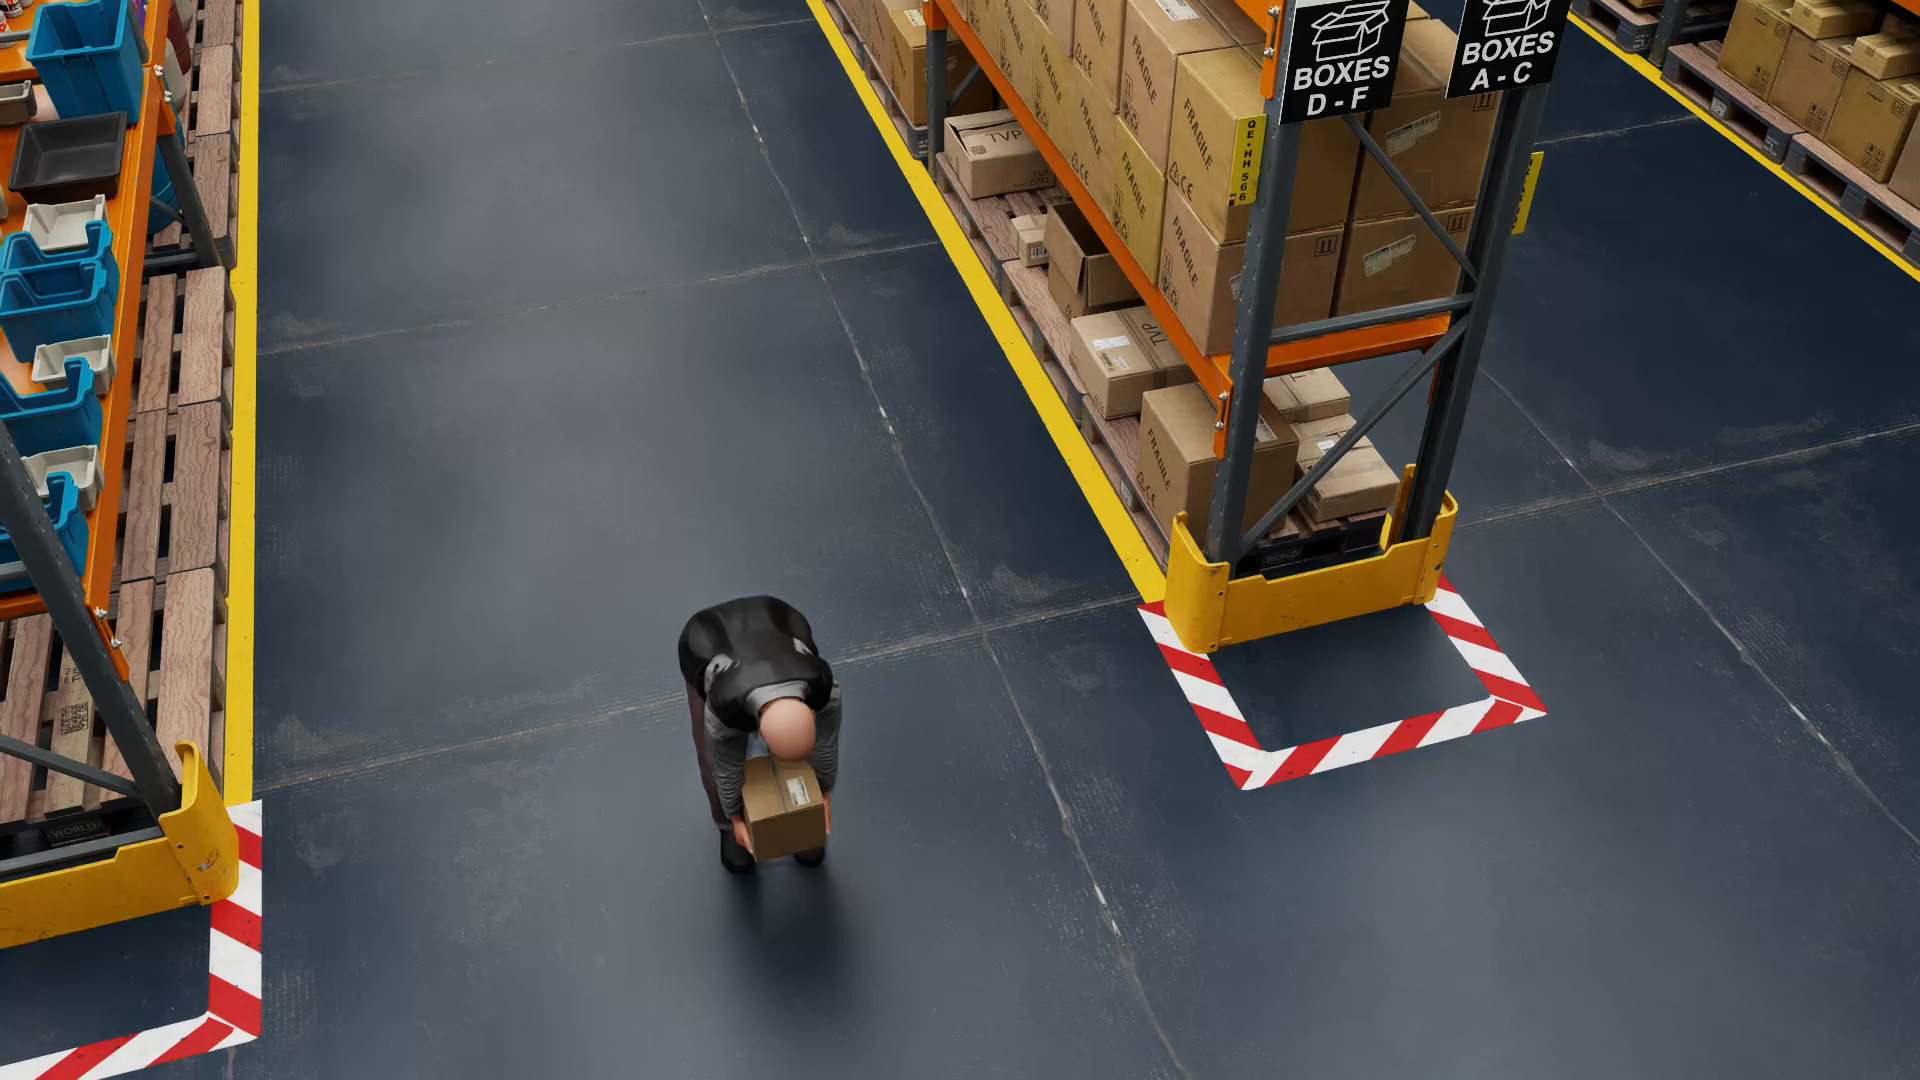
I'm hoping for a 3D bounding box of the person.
[{"bbox_3d":[-0.640,0.758,5.668,0.462,1.281,0.916,-13,44,-14],"label":"person"}]
